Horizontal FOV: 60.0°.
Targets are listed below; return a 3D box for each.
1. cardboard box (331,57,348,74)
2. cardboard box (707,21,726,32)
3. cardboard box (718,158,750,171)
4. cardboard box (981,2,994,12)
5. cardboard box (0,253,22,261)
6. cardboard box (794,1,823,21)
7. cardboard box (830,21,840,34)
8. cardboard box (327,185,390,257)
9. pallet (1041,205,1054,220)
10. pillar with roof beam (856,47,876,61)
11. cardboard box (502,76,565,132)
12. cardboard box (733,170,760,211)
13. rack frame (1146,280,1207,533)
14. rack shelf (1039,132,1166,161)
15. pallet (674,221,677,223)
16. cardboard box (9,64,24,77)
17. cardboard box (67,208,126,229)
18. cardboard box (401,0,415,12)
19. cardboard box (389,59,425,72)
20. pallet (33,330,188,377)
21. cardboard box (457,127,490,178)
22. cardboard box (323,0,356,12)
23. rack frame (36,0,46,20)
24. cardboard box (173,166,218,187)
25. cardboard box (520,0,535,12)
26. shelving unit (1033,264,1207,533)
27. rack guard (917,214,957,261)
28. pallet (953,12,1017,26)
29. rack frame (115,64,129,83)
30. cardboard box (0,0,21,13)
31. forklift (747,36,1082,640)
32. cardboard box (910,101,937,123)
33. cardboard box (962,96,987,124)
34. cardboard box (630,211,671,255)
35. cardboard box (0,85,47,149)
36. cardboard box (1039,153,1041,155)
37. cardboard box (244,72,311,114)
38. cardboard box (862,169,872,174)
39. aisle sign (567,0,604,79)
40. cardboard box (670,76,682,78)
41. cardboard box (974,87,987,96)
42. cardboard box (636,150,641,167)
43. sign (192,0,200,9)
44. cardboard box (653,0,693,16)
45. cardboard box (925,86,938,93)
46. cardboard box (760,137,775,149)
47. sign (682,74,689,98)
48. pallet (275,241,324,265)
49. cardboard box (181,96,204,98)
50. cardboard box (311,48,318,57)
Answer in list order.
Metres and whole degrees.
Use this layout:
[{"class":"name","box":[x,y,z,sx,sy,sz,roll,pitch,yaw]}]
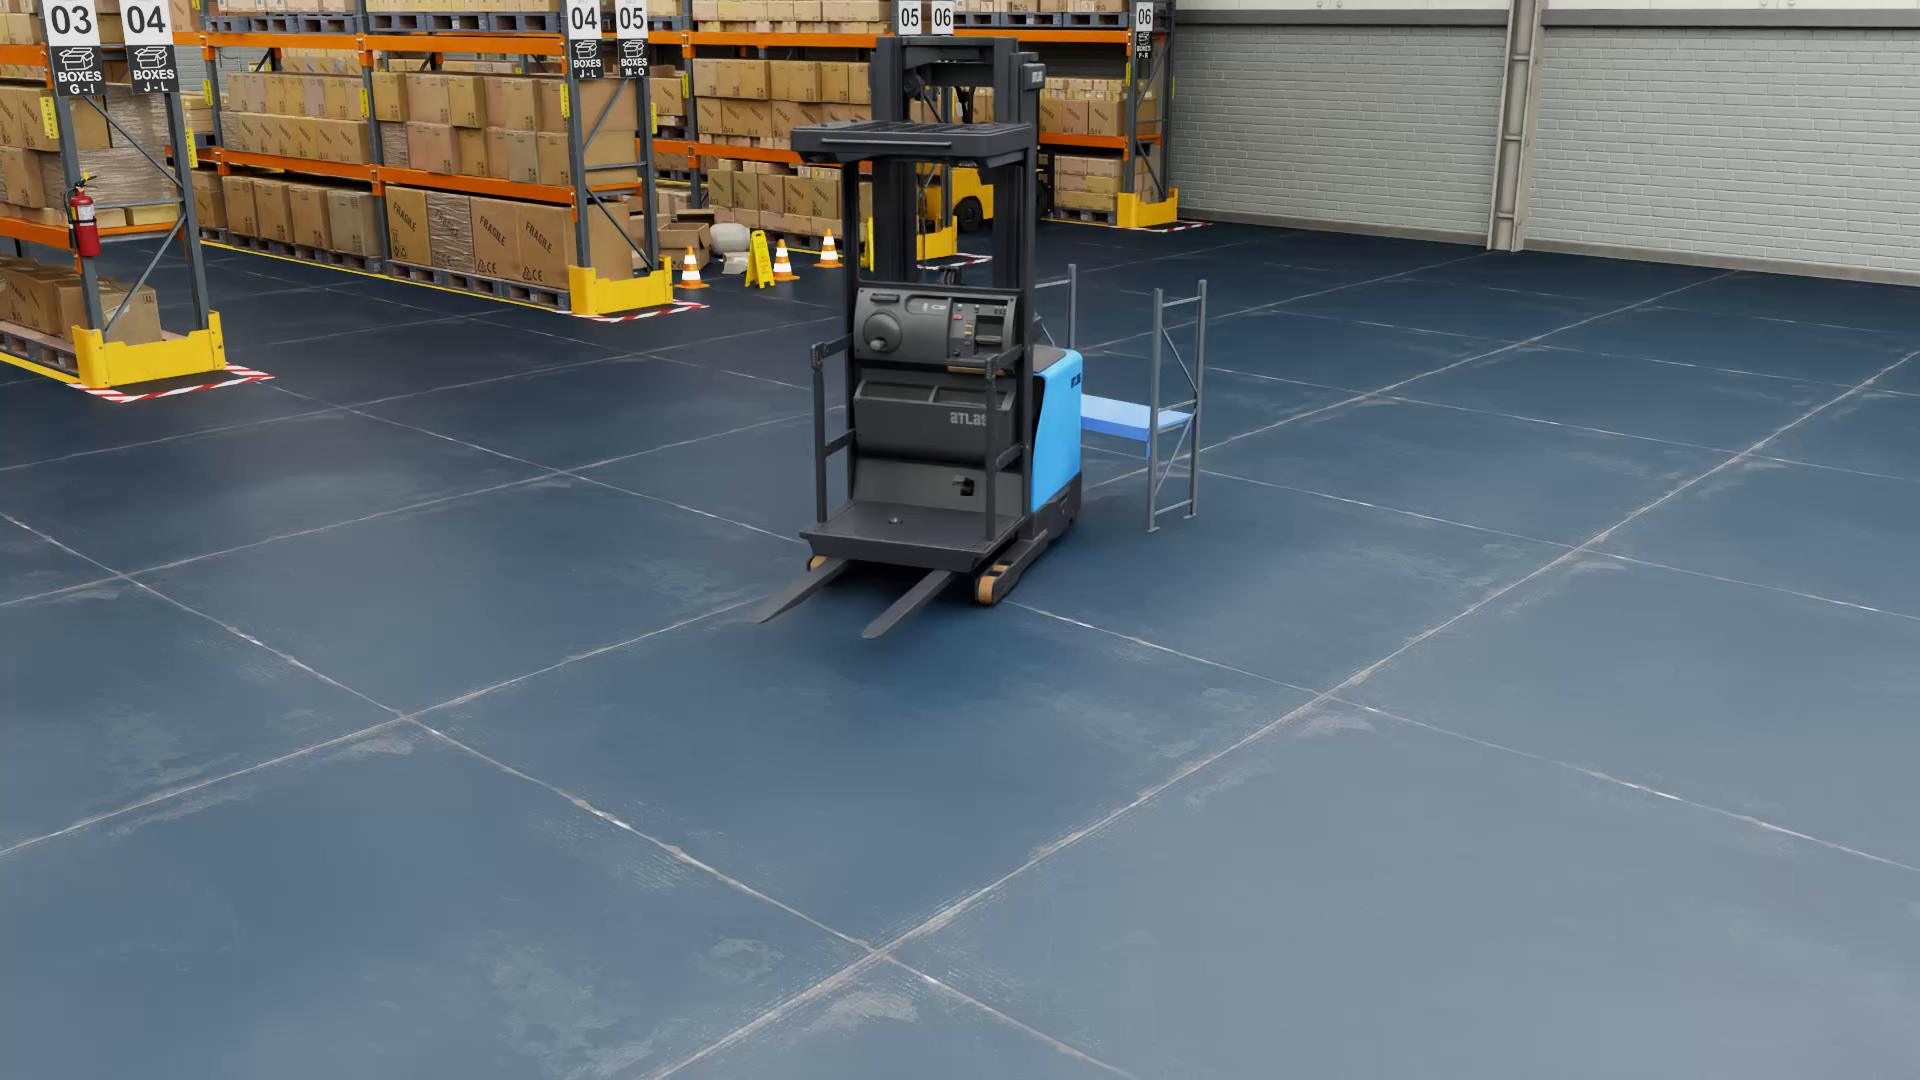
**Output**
[{"class":"cardboard box","box":[-10.745,-8.277,29.416,0.500,0.500,0.500,15,23,40]},{"class":"cardboard box","box":[-3.236,-7.037,22.782,0.250,0.149,0.380,15,23,39]},{"class":"cardboard box","box":[-3.148,-5.249,23.231,0.250,0.149,0.380,15,23,40]},{"class":"cardboard box","box":[0.537,-8.279,25.837,0.250,0.149,0.380,16,24,41]},{"class":"cardboard box","box":[-9.769,-2.588,16.746,0.500,0.500,0.500,14,22,38]},{"class":"cardboard box","box":[-1.800,-6.854,21.546,0.500,0.250,0.500,16,24,41]},{"class":"cardboard box","box":[-1.454,-6.595,21.391,0.250,0.149,0.380,15,23,40]},{"class":"cardboard box","box":[-7.198,-4.003,20.790,0.750,0.750,1.050,15,23,39]},{"class":"pallet","box":[1.312,-5.291,26.435,1.213,0.211,1.003,15,23,39]},{"class":"pillar with roof beam","box":[-4.448,-9.665,25.690,0.400,9.000,9.100,15,23,39]},{"class":"cardboard box","box":[-4.407,-4.726,18.012,0.550,0.550,0.875,15,23,39]},{"class":"cardboard box","box":[-2.794,-4.873,23.120,0.500,0.500,0.500,16,24,41]},{"class":"rack frame","box":[1.327,-0.819,10.211,0.032,1.500,0.500,15,23,40]},{"class":"rack shelf","box":[1.324,-6.290,26.162,4.000,0.370,1.077,15,23,39]},{"class":"pallet","box":[-4.964,-4.983,25.462,1.213,0.211,1.003,15,23,39]},{"class":"cardboard box","box":[-14.734,-7.486,26.432,0.500,0.500,0.500,14,23,38]},{"class":"cardboard box","box":[-7.400,-2.756,14.253,0.250,0.149,0.380,15,23,39]},{"class":"cardboard box","box":[-6.059,-6.026,18.738,0.250,0.149,0.380,15,23,38]},{"class":"cardboard box","box":[-9.309,-7.888,28.189,0.500,0.500,0.500,15,23,40]},{"class":"pallet","box":[-7.691,-1.723,15.191,1.213,0.211,1.003,15,23,39]},{"class":"cardboard box","box":[-5.175,-4.446,18.916,0.500,0.550,0.875,15,23,39]},{"class":"cardboard box","box":[-7.308,-6.482,20.008,0.500,0.250,0.500,15,23,40]},{"class":"rack frame","box":[-7.050,-5.725,13.274,0.127,3.000,1.000,15,23,39]},{"class":"cardboard box","box":[-10.736,-5.117,23.474,0.500,0.250,0.500,15,23,40]},{"class":"cardboard box","box":[-4.344,-5.566,17.288,0.250,0.149,0.380,15,23,40]},{"class":"shelving unit","box":[0.951,-0.922,10.537,1.048,1.500,0.538,15,23,40]},{"class":"rack guard","box":[-0.529,-3.931,21.673,0.348,0.500,1.175,15,23,39]},{"class":"pallet","box":[0.483,-8.257,26.357,1.213,0.211,1.003,15,23,39]},{"class":"rack frame","box":[-12.657,-6.377,25.246,0.127,3.000,1.000,15,23,39]},{"class":"cardboard box","box":[-7.859,-4.508,13.987,0.250,0.149,0.380,14,22,37]},{"class":"forklift","box":[-0.212,-1.181,8.987,1.130,2.935,3.031,6,19,19]},{"class":"cardboard box","box":[-0.642,-5.455,21.684,0.500,0.500,0.500,15,23,38]},{"class":"cardboard box","box":[0.387,-6.833,26.519,0.500,0.500,0.500,16,23,40]},{"class":"cardboard box","box":[-4.171,-3.948,21.496,0.503,0.637,0.797,15,23,39]},{"class":"cardboard box","box":[-8.003,-3.685,14.455,0.500,0.500,0.500,15,23,39]},{"class":"cardboard box","box":[1.125,-5.923,26.015,0.500,0.250,0.500,14,23,38]},{"class":"cardboard box","box":[-8.957,-5.904,21.939,0.500,0.500,0.700,15,23,38]},{"class":"cardboard box","box":[-1.145,-6.363,28.433,0.625,0.625,0.875,15,23,39]},{"class":"aisle sign","box":[-3.828,-5.124,17.002,0.004,0.787,0.394,15,23,39]},{"class":"cardboard box","box":[-3.999,-6.560,24.471,0.500,0.500,0.500,15,23,39]},{"class":"cardboard box","box":[0.435,-7.104,26.299,0.250,0.149,0.380,16,23,40]},{"class":"cardboard box","box":[-5.943,-7.501,32.228,0.500,0.500,0.500,16,24,42]},{"class":"sign","box":[-10.027,-7.127,21.798,0.005,0.325,0.100,15,23,39]},{"class":"cardboard box","box":[-3.997,-7.554,23.549,0.500,0.250,0.500,14,23,38]},{"class":"cardboard box","box":[-0.575,-7.410,27.263,0.250,0.149,0.380,16,24,41]},{"class":"cardboard box","box":[-2.491,-5.396,22.571,0.250,0.149,0.380,15,23,40]},{"class":"sign","box":[-3.830,-6.336,23.204,0.005,0.325,0.100,15,23,39]},{"class":"pallet","box":[-8.218,-3.824,21.813,1.213,0.211,1.003,15,23,39]},{"class":"cardboard box","box":[-10.523,-5.983,22.744,0.250,0.149,0.380,15,23,39]},{"class":"cardboard box","box":[-11.397,-8.756,29.852,0.250,0.149,0.380,15,23,40]}]
